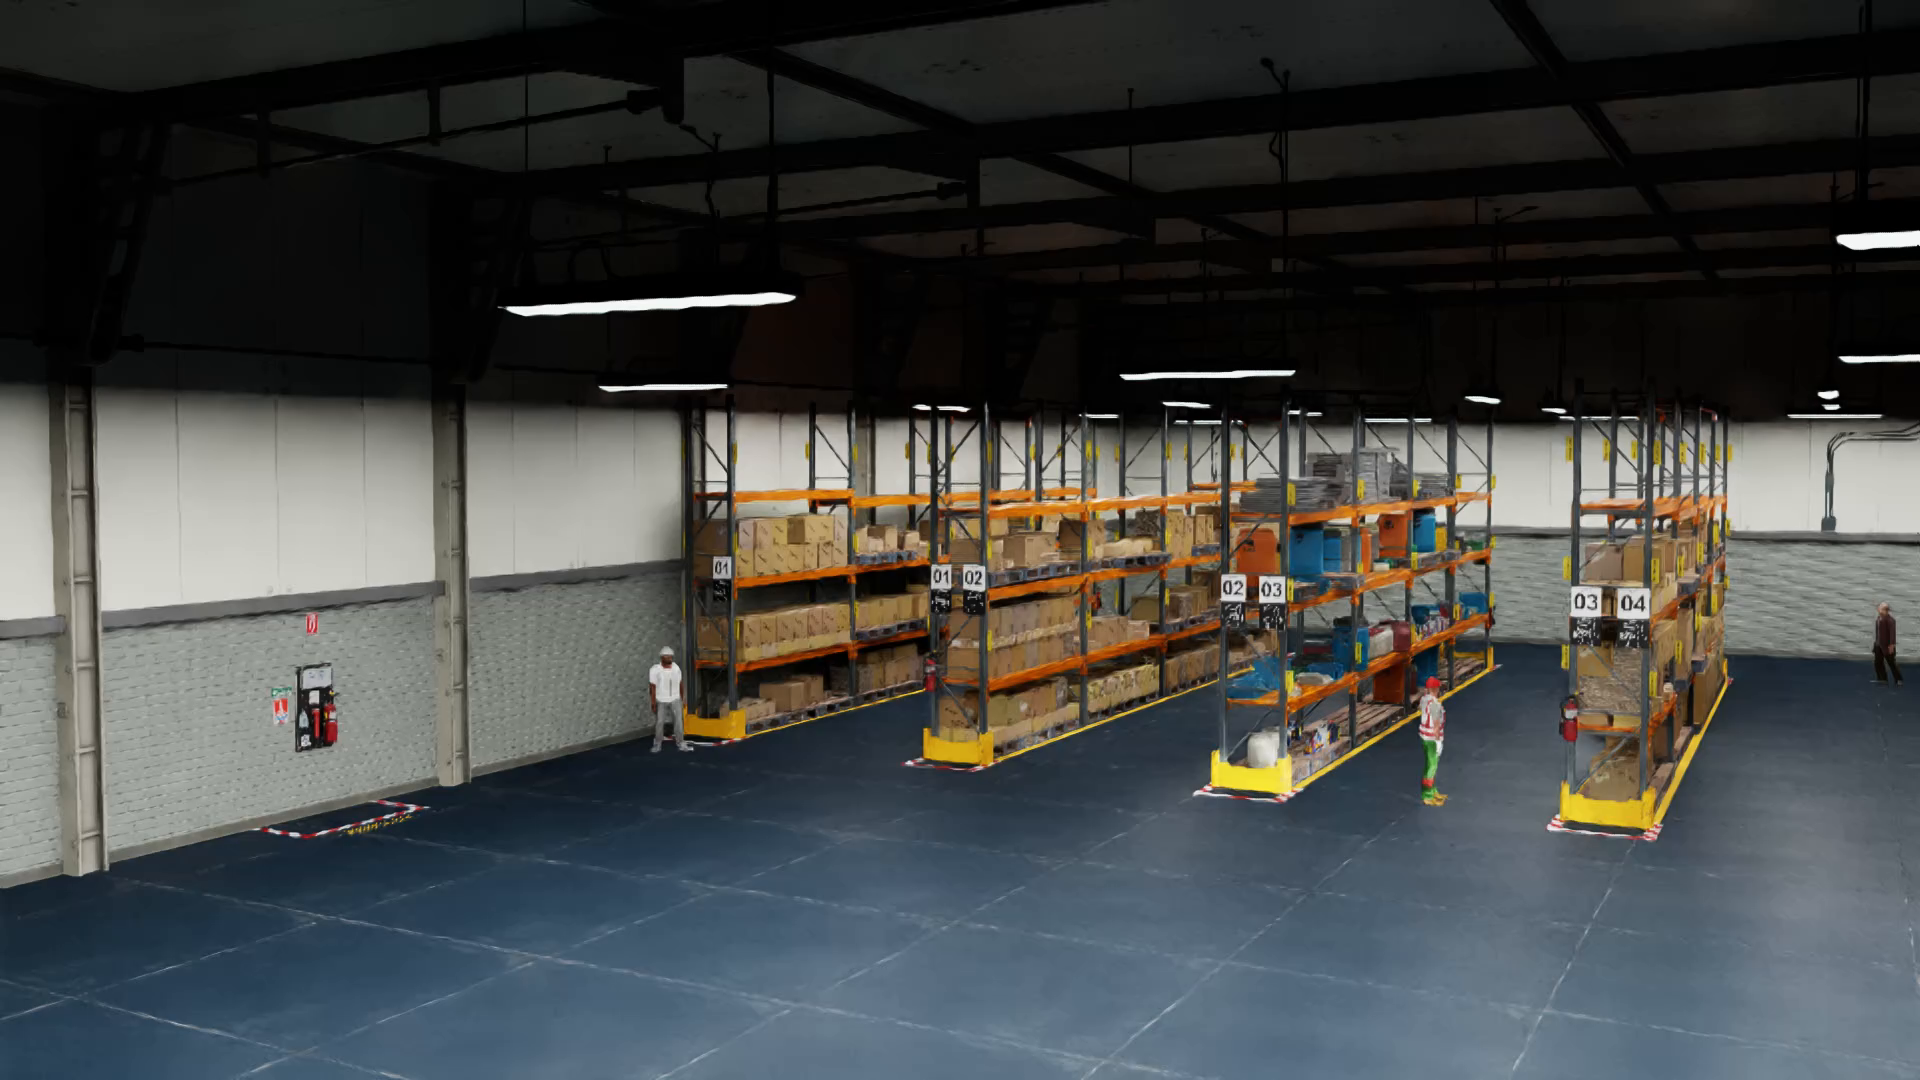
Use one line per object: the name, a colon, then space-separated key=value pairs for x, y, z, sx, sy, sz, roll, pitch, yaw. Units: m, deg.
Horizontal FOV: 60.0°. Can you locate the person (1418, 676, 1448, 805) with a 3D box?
person: x=6.783 y=2.840 z=23.736 sx=0.451 sy=1.789 sz=0.597 roll=0 pitch=3 yaw=-1

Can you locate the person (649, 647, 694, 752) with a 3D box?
person: x=-4.835 y=2.650 z=27.681 sx=0.699 sy=1.760 sz=0.501 roll=-2 pitch=4 yaw=-31

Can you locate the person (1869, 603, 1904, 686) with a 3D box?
person: x=19.952 y=2.267 z=35.761 sx=0.594 sy=1.723 sz=0.692 roll=0 pitch=3 yaw=-2
